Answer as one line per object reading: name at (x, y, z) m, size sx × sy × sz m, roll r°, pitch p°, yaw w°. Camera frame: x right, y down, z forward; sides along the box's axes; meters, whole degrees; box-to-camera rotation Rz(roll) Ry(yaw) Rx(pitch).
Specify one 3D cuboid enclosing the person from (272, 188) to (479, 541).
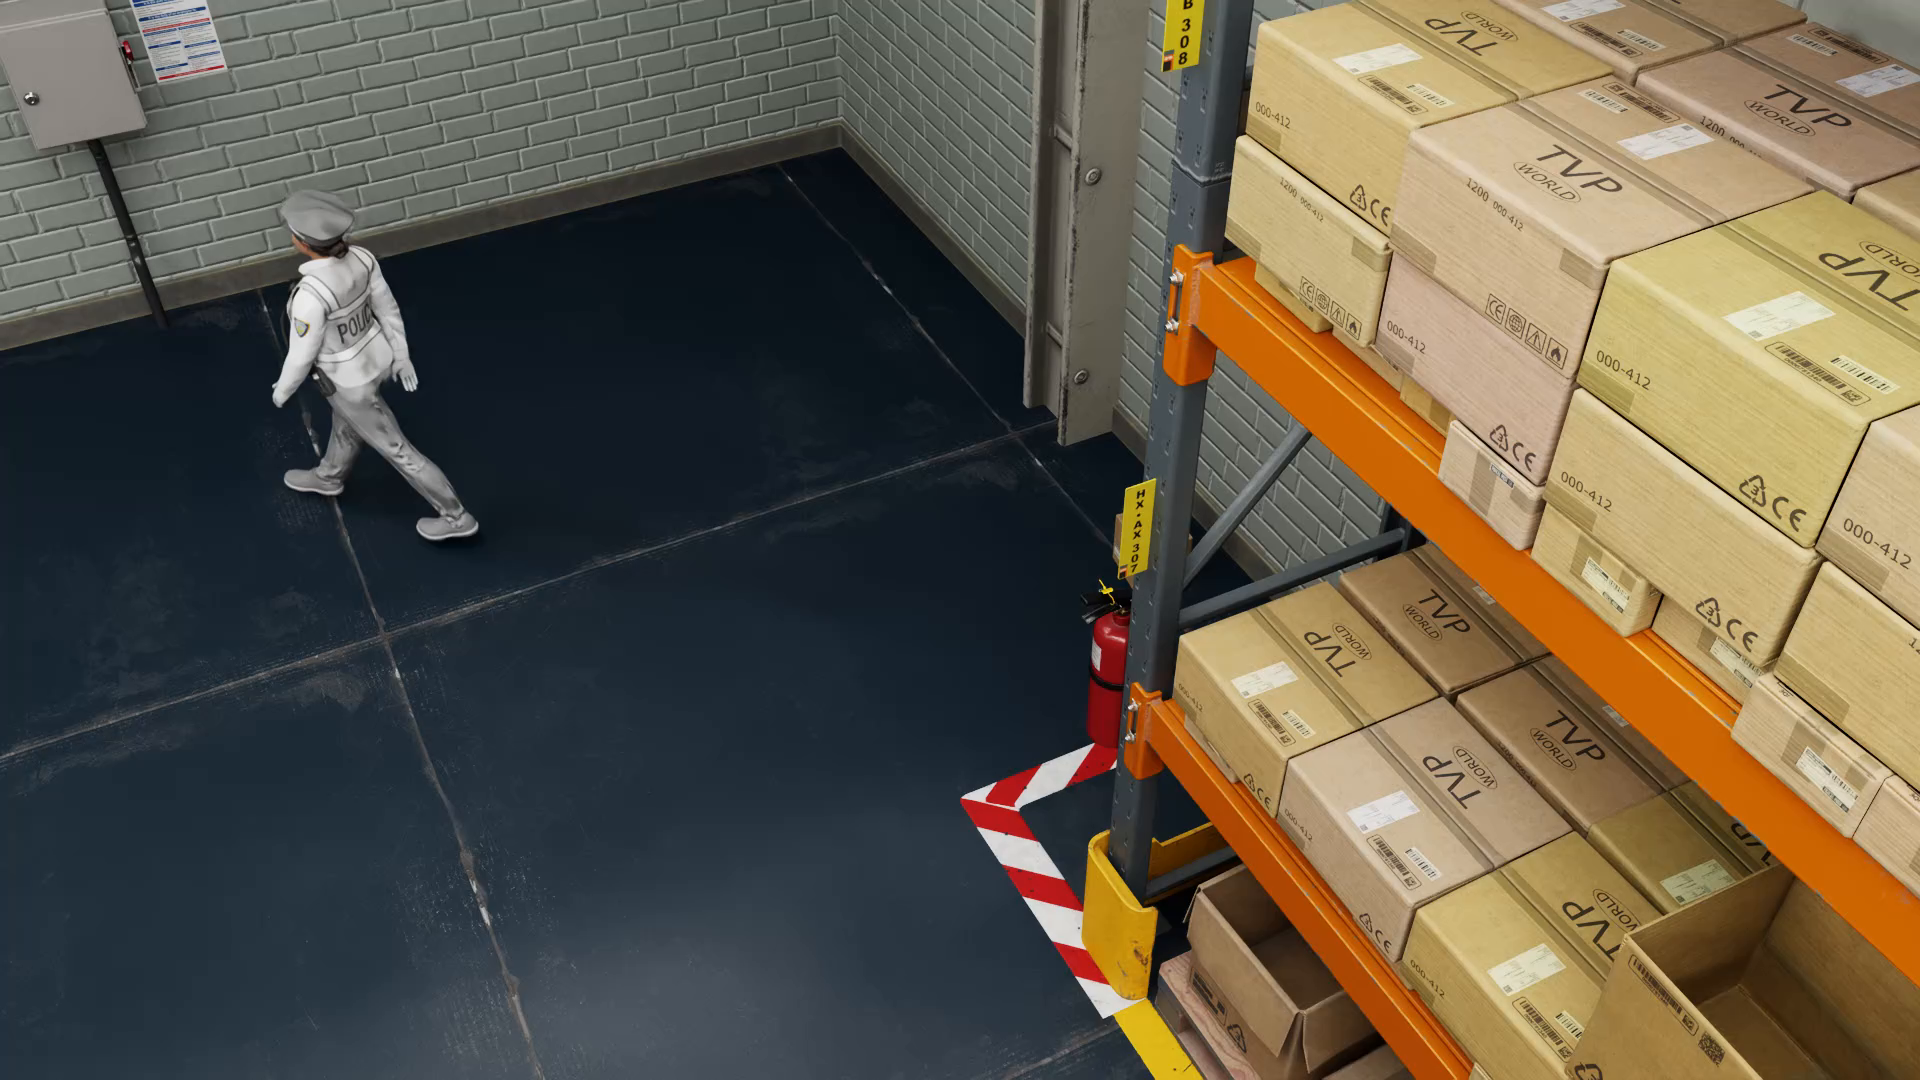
person at (-2.613, -0.718, 6.926) m, size 1.015 × 1.629 × 0.494 m, roll 9°, pitch 42°, yaw 10°
